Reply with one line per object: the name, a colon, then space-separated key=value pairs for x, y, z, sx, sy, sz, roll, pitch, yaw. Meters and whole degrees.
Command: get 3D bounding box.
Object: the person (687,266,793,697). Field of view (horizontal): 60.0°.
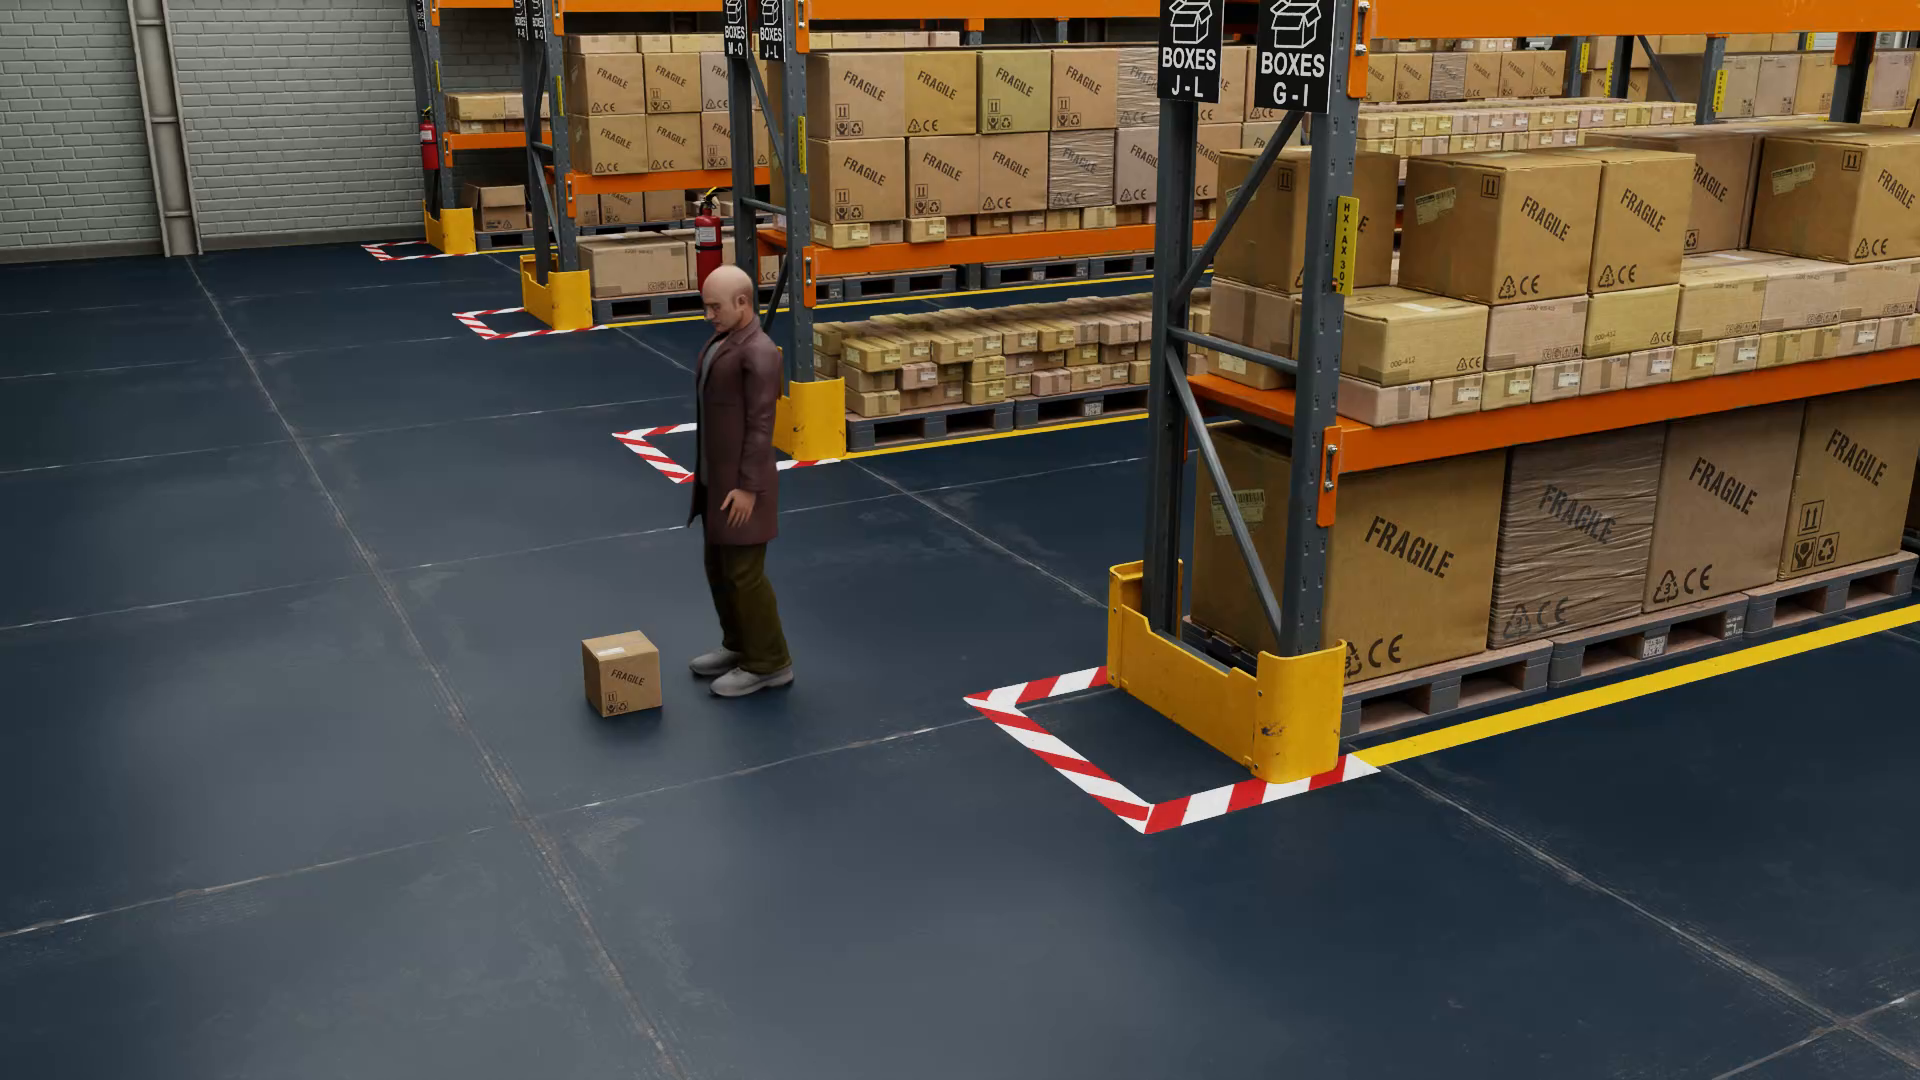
person: x=-0.924 y=-0.240 z=6.831 sx=0.378 sy=1.771 sz=0.562 roll=-9 pitch=20 yaw=-26
